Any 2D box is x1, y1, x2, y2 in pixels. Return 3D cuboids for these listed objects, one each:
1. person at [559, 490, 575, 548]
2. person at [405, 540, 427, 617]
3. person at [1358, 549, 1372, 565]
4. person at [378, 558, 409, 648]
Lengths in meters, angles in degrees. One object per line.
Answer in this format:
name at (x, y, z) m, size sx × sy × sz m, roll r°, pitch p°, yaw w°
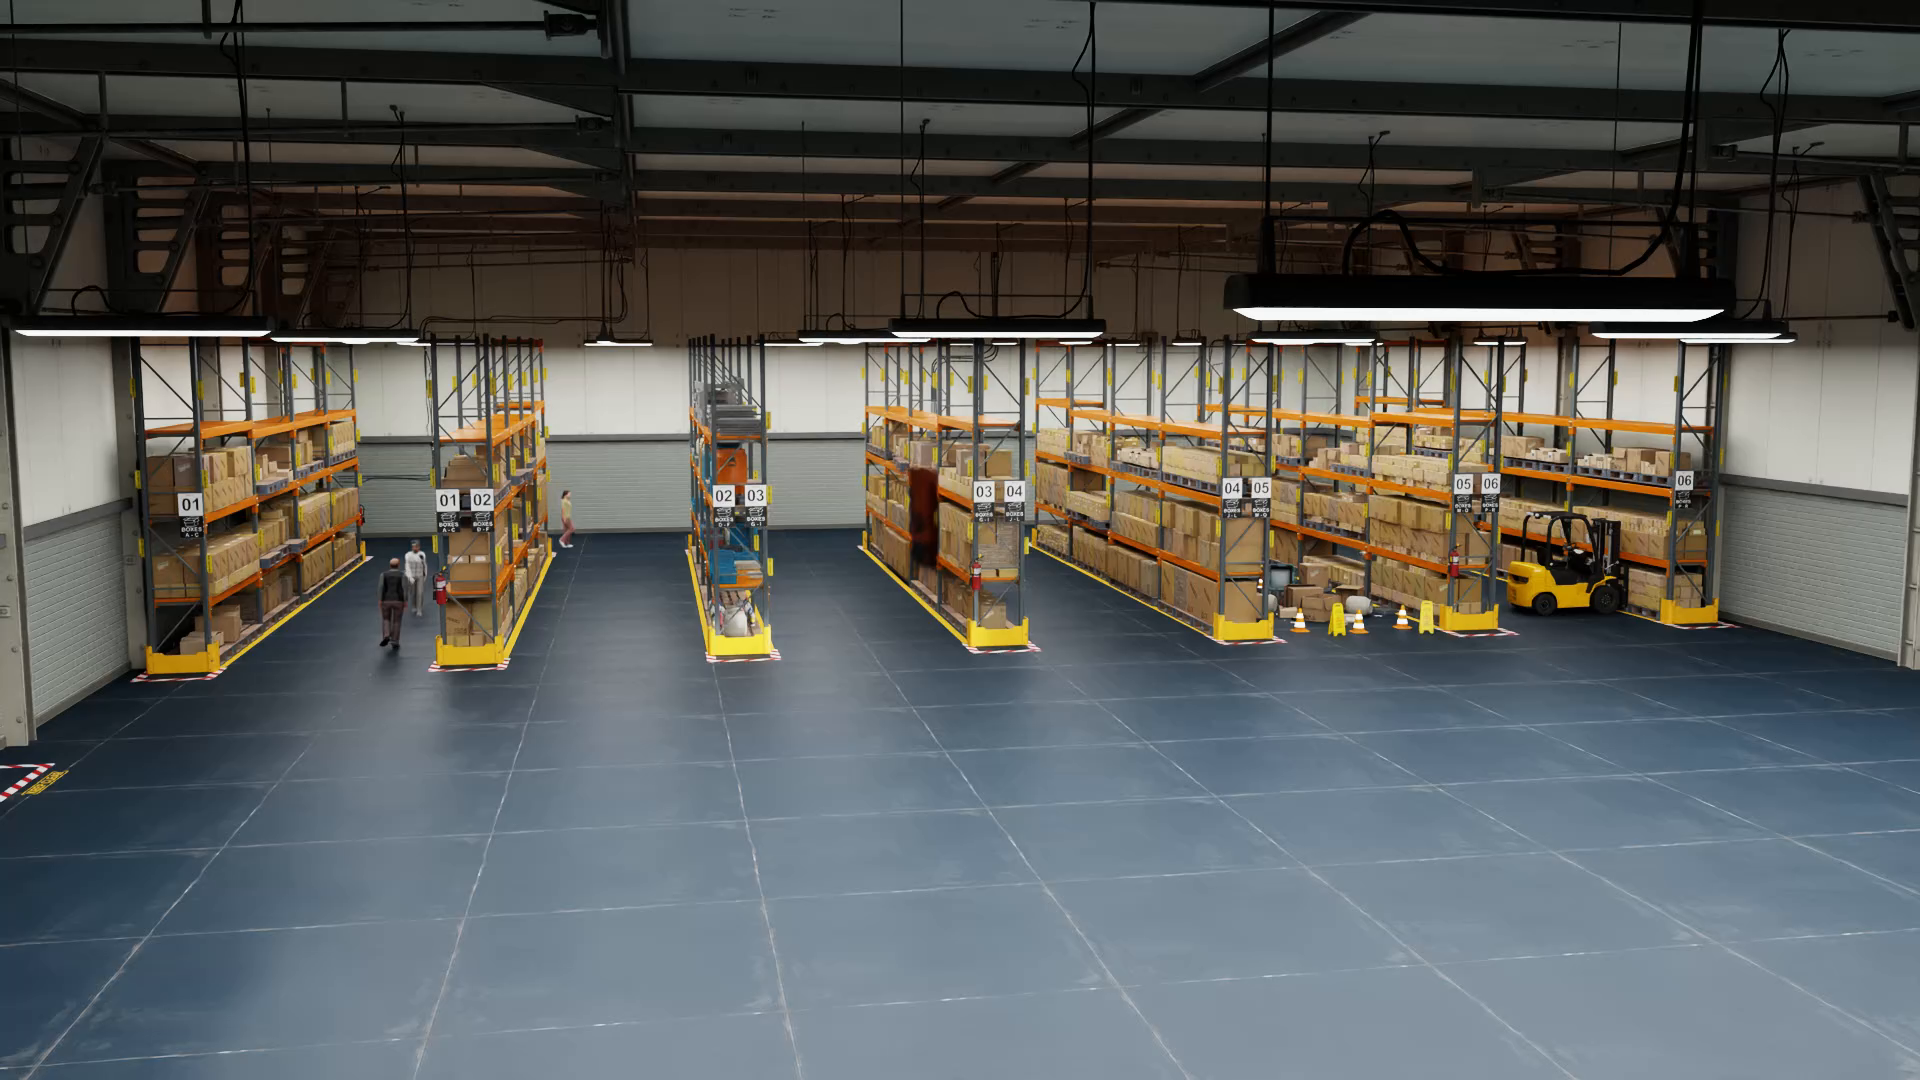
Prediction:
person at (-11.356, -0.613, 47.931) m, size 0.453 × 1.669 × 0.478 m, roll -2°, pitch 7°, yaw -15°
person at (-11.722, 0.800, 35.858) m, size 0.464 × 1.617 × 0.935 m, roll -3°, pitch 7°, yaw -21°
person at (10.622, -0.036, 43.298) m, size 0.539 × 1.652 × 0.642 m, roll -3°, pitch 7°, yaw -28°
person at (-10.866, 1.211, 31.894) m, size 0.566 × 1.719 × 0.457 m, roll -1°, pitch 7°, yaw -7°
